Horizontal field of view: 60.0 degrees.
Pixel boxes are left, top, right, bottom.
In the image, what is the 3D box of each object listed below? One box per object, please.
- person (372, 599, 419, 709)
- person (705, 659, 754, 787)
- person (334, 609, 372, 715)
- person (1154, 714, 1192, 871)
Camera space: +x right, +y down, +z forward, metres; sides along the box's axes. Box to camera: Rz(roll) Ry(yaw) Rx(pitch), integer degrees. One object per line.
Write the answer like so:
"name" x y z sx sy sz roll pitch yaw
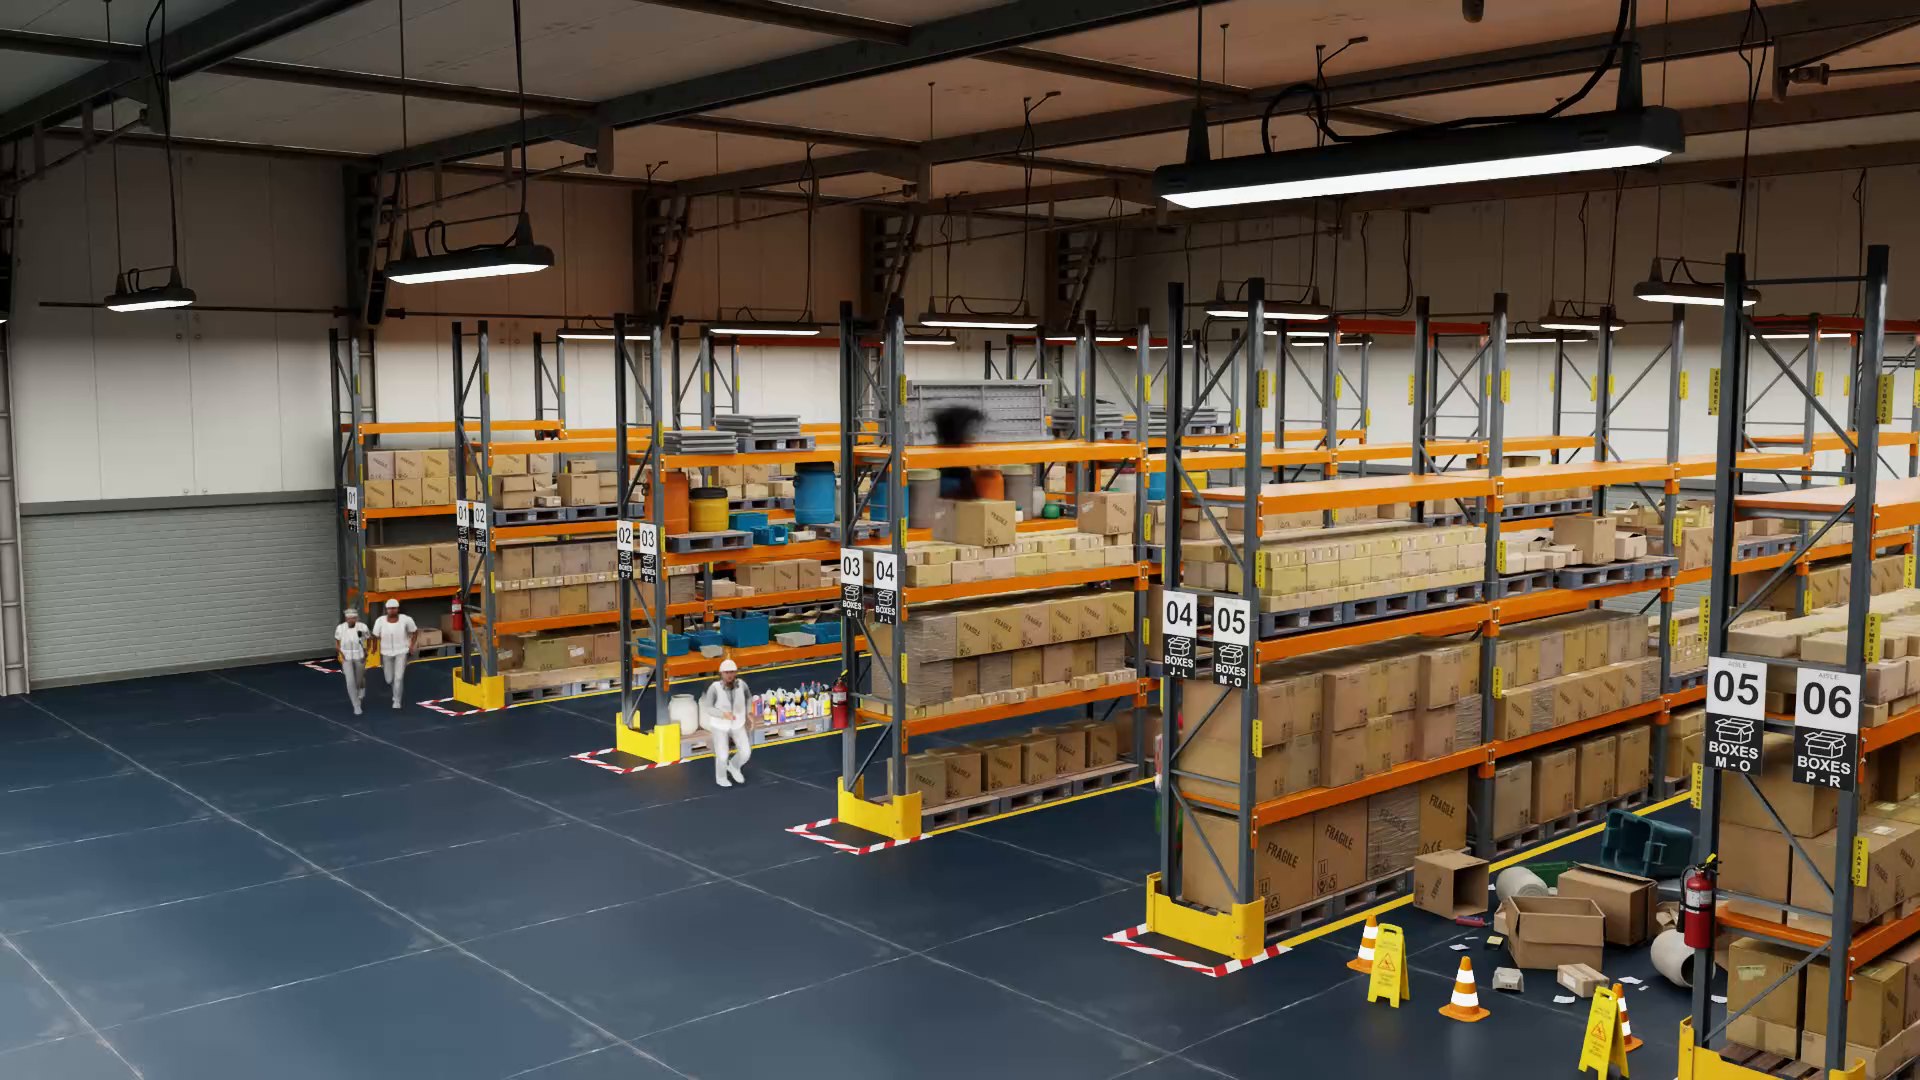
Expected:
"person" -8.815 1.751 25.980 0.682 1.707 0.757 -1 6 -8
"person" -2.868 2.292 20.692 0.647 1.666 0.817 -2 6 -23
"person" -9.362 1.830 25.695 0.544 1.641 0.858 -1 6 -13
"person" 2.289 2.604 17.347 0.651 1.717 0.693 4 7 32
